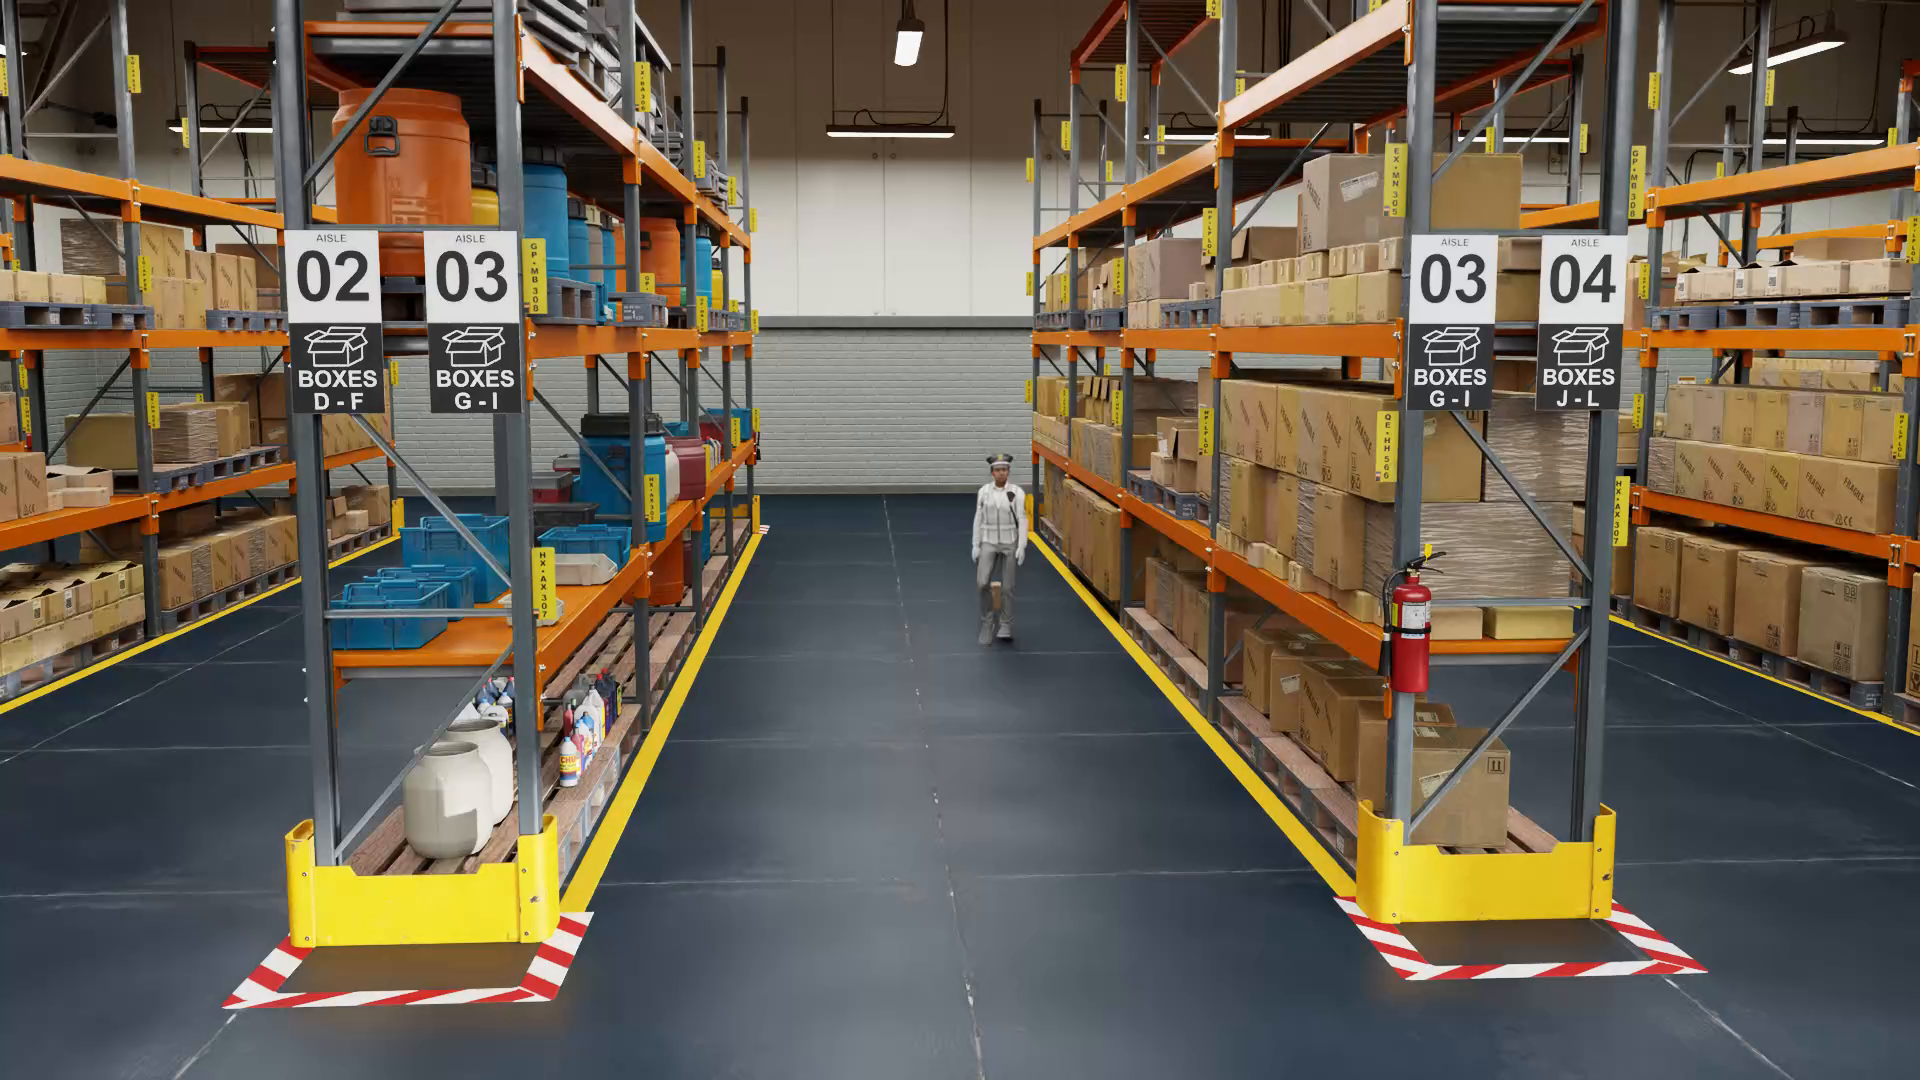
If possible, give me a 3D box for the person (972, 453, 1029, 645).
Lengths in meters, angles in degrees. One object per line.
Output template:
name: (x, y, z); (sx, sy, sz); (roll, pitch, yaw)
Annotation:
person: (0.360, 0.086, 14.957); (0.522, 1.741, 0.499); (1, 7, 4)
